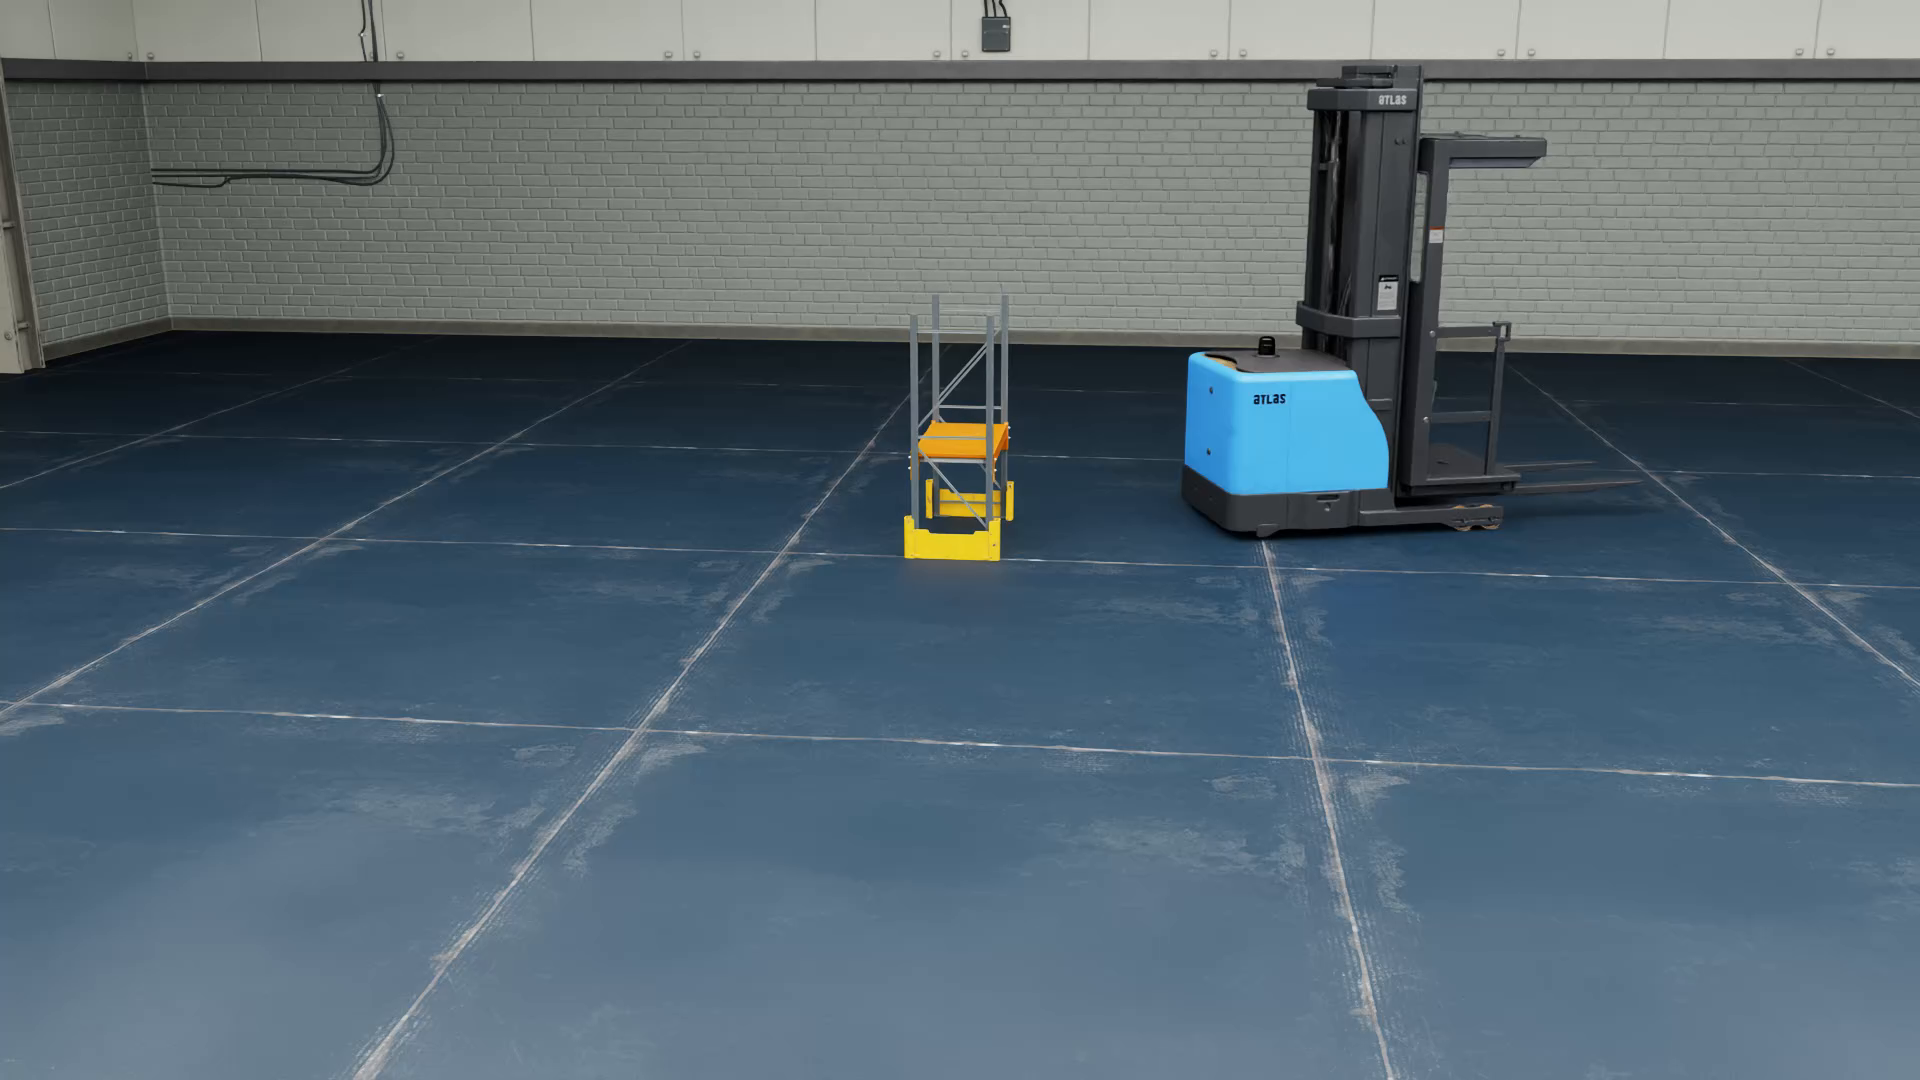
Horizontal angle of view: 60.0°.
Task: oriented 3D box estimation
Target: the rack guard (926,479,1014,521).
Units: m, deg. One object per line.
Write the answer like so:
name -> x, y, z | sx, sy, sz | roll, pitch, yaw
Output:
rack guard -> 0.065, -0.270, 11.180 | 0.587, 0.250, 0.087 | 2, 15, 6

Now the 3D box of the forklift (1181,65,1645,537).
forklift -> 3.096, -1.604, 10.980 | 3.031, 2.935, 1.130 | -3, 15, -11

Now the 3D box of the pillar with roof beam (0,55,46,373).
pillar with roof beam -> -5.415, -5.970, 15.499 | 9.100, 9.000, 0.400 | 2, 15, 6

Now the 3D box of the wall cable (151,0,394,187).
wall cable -> -8.046, -5.323, 19.055 | 3.097, 2.526, 0.112 | 2, 15, 6

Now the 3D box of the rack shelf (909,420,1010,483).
rack shelf -> 0.010, -0.572, 10.595 | 0.538, 0.185, 1.000 | 2, 15, 6

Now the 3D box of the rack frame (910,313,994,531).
rack frame -> -0.048, -0.614, 10.061 | 0.500, 1.500, 0.032 | 2, 15, 6

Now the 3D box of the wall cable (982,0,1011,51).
wall cable -> 1.385, -8.179, 17.156 | 2.305, 6.003, 0.169 | 2, 15, 6

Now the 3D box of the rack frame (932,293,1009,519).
rack frame -> 0.067, -0.878, 11.036 | 0.500, 1.500, 0.032 | 2, 15, 6

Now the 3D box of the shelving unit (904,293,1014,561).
shelving unit -> 0.009, -0.744, 10.539 | 0.587, 1.500, 1.083 | 2, 15, 6

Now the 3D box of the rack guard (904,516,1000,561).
rack guard -> -0.048, -0.011, 10.225 | 0.587, 0.250, 0.087 | 2, 15, 6
